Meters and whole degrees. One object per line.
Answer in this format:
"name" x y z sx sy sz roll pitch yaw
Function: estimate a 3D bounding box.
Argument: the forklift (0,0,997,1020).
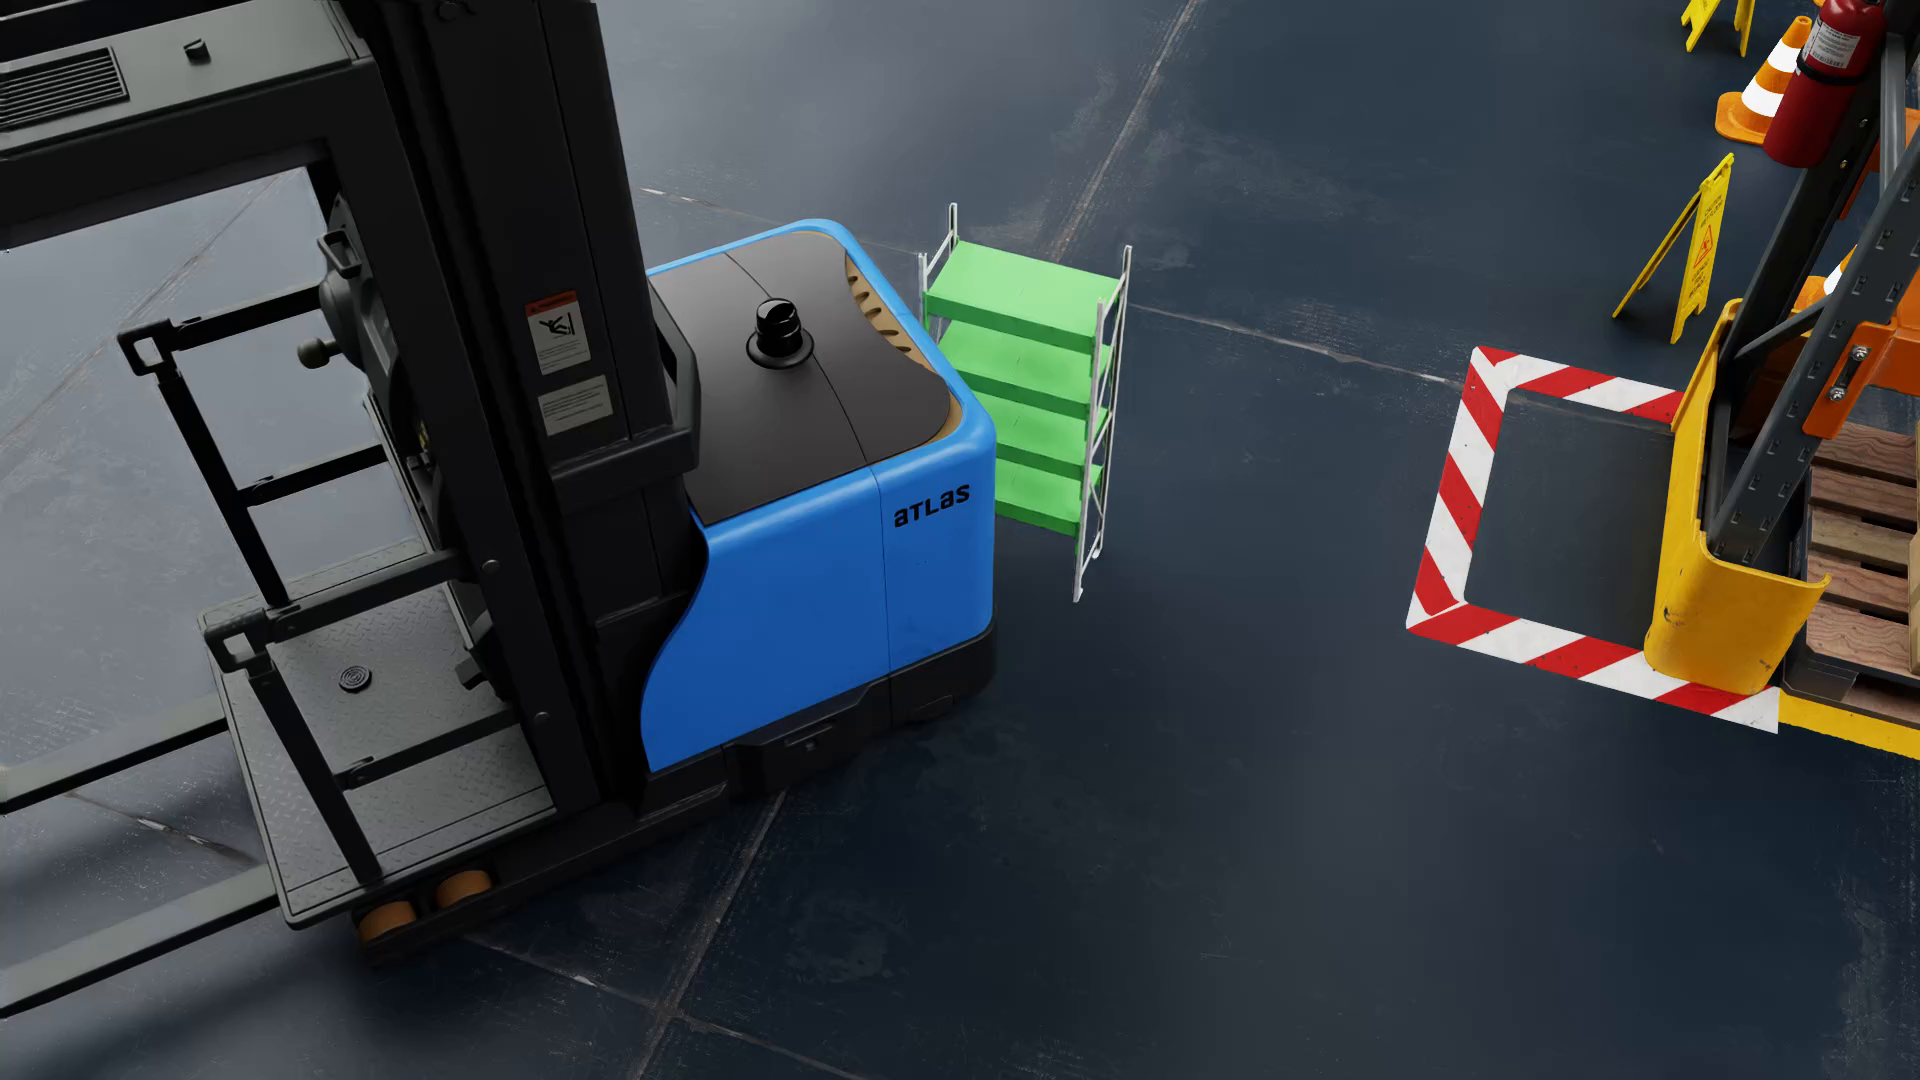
"forklift" -1.442 -0.331 3.598 3.031 2.935 1.130 -22 53 -18

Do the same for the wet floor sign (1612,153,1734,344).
"wet floor sign" 2.503 -1.029 5.715 0.232 0.644 0.267 33 57 25

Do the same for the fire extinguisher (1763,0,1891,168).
"fire extinguisher" 2.363 -1.323 4.463 0.183 0.674 0.296 16 51 13

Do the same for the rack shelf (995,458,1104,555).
"rack shelf" 0.169 -0.155 4.992 0.480 0.148 0.258 16 51 14

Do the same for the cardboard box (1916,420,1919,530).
"cardboard box" 3.185 -0.201 4.981 0.500 0.250 0.500 15 51 13

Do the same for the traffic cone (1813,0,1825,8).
"traffic cone" 3.937 -2.550 7.154 0.334 0.463 0.336 16 51 13

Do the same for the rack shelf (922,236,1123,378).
"rack shelf" 0.169 -0.627 4.449 0.480 0.148 0.258 16 51 14

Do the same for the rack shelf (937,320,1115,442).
"rack shelf" 0.169 -0.470 4.630 0.480 0.148 0.258 16 51 14

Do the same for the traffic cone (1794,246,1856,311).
"traffic cone" 3.161 -0.963 5.778 0.334 0.463 0.336 16 51 13

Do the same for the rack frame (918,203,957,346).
"rack frame" -0.058 -0.421 4.821 0.015 1.200 0.240 16 51 14

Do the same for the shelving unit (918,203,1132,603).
"shelving unit" 0.169 -0.354 4.763 0.503 1.200 0.258 16 51 14

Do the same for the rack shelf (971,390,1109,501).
"rack shelf" 0.169 -0.312 4.811 0.480 0.148 0.258 16 51 14

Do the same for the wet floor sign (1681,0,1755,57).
"wet floor sign" 3.218 -2.360 6.868 0.232 0.644 0.267 8 50 7

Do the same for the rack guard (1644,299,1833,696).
"rack guard" 2.382 -0.153 5.052 0.348 0.500 1.175 16 51 13

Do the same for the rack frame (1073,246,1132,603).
"rack frame" 0.396 -0.287 4.705 0.015 1.200 0.240 16 51 14

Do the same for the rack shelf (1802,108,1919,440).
"rack shelf" 4.187 -0.232 3.942 4.000 0.370 1.077 16 51 13

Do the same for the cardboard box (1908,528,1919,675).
"cardboard box" 2.971 0.179 4.652 0.500 0.250 0.500 15 51 13

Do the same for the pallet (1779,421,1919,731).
"pallet" 3.132 0.179 4.955 1.213 0.211 1.003 16 51 13

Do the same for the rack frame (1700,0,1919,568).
"rack frame" 2.311 -0.992 4.124 0.127 3.000 1.000 16 51 13

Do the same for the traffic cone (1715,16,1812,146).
"traffic cone" 3.227 -1.838 6.537 0.334 0.463 0.336 16 51 13
